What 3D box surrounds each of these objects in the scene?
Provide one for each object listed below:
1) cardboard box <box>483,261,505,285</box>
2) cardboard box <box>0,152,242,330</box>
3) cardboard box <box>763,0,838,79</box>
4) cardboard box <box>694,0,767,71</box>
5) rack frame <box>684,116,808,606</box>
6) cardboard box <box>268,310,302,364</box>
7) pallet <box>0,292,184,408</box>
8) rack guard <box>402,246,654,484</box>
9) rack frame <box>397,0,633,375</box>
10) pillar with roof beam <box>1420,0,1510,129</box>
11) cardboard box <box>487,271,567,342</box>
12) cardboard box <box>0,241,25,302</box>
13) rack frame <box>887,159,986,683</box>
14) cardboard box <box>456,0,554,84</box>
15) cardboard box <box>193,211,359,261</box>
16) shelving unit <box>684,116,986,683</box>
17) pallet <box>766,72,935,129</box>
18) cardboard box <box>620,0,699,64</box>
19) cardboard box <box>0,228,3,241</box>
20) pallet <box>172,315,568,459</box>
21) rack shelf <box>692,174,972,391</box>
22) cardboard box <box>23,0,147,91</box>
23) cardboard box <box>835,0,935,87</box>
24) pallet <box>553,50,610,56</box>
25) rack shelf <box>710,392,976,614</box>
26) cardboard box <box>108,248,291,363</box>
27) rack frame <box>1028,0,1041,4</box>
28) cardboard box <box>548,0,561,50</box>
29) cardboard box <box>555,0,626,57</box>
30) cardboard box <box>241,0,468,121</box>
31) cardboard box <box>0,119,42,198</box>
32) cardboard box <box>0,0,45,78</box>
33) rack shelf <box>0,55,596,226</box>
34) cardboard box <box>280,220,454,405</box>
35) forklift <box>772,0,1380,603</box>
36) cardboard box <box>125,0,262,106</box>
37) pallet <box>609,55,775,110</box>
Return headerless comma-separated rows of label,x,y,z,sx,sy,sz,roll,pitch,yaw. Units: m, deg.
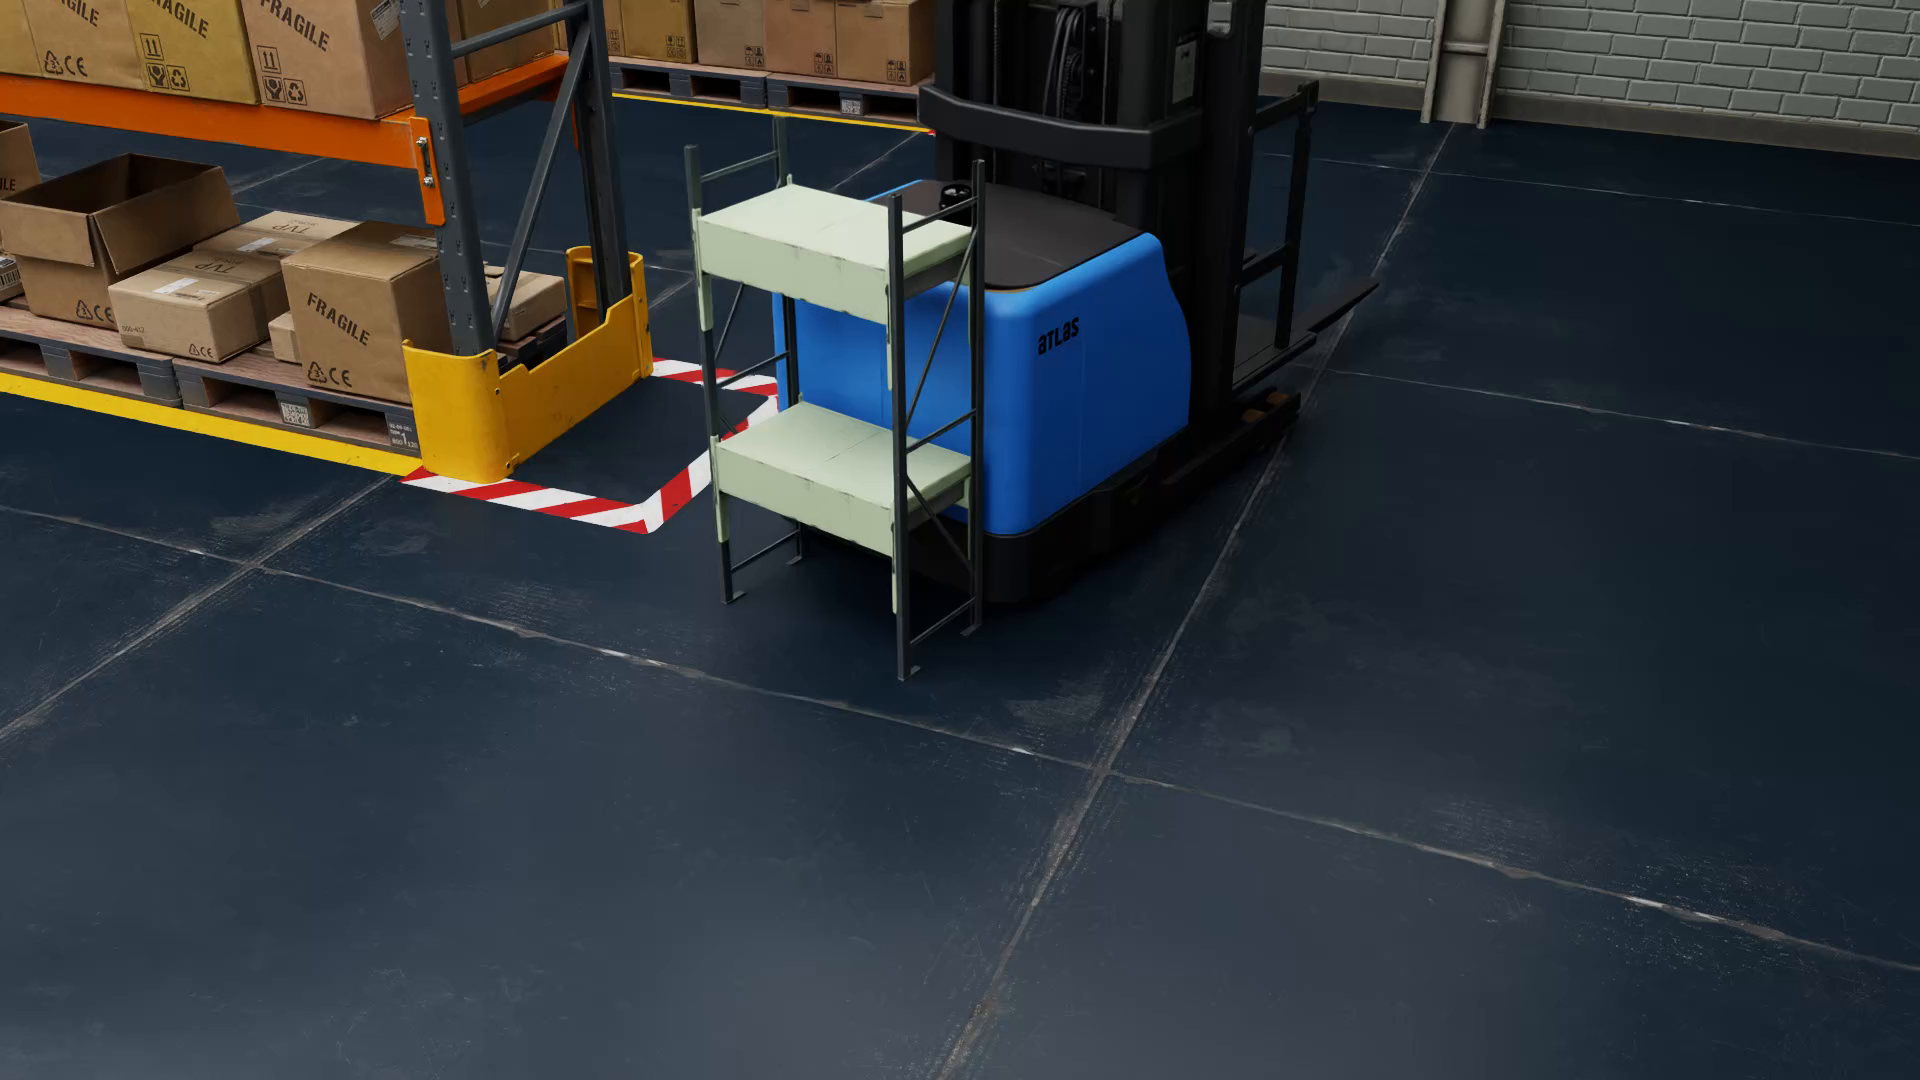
cardboard box,-2.070,-1.025,6.947,0.250,0.166,0.380,11,31,19
cardboard box,-3.544,-1.286,7.066,0.637,0.503,0.797,11,31,19
cardboard box,-0.871,-3.317,10.683,0.500,0.500,0.700,11,31,19
cardboard box,-1.337,-3.409,10.847,0.500,0.500,0.700,10,31,17
rack frame,-0.644,-0.522,5.149,0.023,1.500,0.400,20,35,31
cardboard box,-2.518,-0.848,6.635,0.250,0.166,0.380,11,31,19
pallet,-3.516,-0.960,7.233,1.213,0.211,1.003,11,31,19
rack guard,-1.650,-0.712,6.502,0.348,0.500,1.175,11,31,19
rack frame,-1.580,-1.786,5.862,0.127,3.000,1.000,11,31,19
pillar with roof beam,1.488,-4.589,4.724,0.400,9.000,9.100,11,31,19
cardboard box,-1.839,-0.971,6.869,0.250,0.149,0.380,11,31,19
cardboard box,-4.174,-1.152,7.173,0.250,0.166,0.380,11,31,19
rack frame,-0.058,-0.306,4.767,0.023,1.500,0.400,20,35,31
cardboard box,-1.892,-2.032,6.195,0.500,0.500,0.500,12,32,20
cardboard box,-2.904,-1.196,7.164,0.500,0.250,0.500,11,31,19
shelving unit,-0.351,-0.414,4.958,0.755,1.500,0.431,20,35,31
pallet,-0.491,-2.944,10.744,1.213,0.211,1.003,11,31,19
cardboard box,-1.834,-3.505,11.015,0.500,0.500,0.700,12,32,20
cardboard box,-3.957,-1.432,7.521,0.500,0.311,0.500,11,31,19
pallet,-2.390,-0.733,6.833,1.213,0.211,1.003,11,31,19
rack shelf,-0.351,-0.754,4.766,0.720,0.370,0.431,20,35,31
cardboard box,-3.040,-1.978,6.099,0.500,0.500,0.500,12,31,20
cardboard box,-0.407,-3.224,10.519,0.500,0.500,0.700,11,31,19
pallet,-2.752,-3.395,11.542,1.213,0.211,1.003,11,31,19
rack shelf,-0.351,-0.130,5.119,0.720,0.370,0.431,20,35,31
cardboard box,-3.045,-0.958,6.744,0.500,0.250,0.500,11,31,19
rack frame,0.279,-4.045,9.859,0.127,3.000,1.000,11,31,19
cardboard box,-2.773,-3.695,11.352,0.500,0.500,0.700,12,32,20
cardboard box,-2.309,-3.601,11.185,0.500,0.500,0.700,11,31,19
cardboard box,-2.097,-1.788,5.764,0.500,0.500,0.500,12,32,21
cardboard box,-4.652,-1.653,7.720,0.500,0.500,0.500,11,31,19
cardboard box,-3.507,-2.071,6.264,0.500,0.500,0.500,11,31,18
rack shelf,-3.433,-1.843,6.693,4.000,0.370,1.077,11,31,19
cardboard box,-2.176,-0.878,6.348,0.500,0.500,0.500,11,31,19
forklift,0.669,-1.740,5.849,1.130,2.935,3.031,21,35,32
cardboard box,-2.579,-1.883,5.931,0.500,0.500,0.500,12,31,20
pallet,-1.618,-3.170,11.144,1.213,0.211,1.003,11,31,19
